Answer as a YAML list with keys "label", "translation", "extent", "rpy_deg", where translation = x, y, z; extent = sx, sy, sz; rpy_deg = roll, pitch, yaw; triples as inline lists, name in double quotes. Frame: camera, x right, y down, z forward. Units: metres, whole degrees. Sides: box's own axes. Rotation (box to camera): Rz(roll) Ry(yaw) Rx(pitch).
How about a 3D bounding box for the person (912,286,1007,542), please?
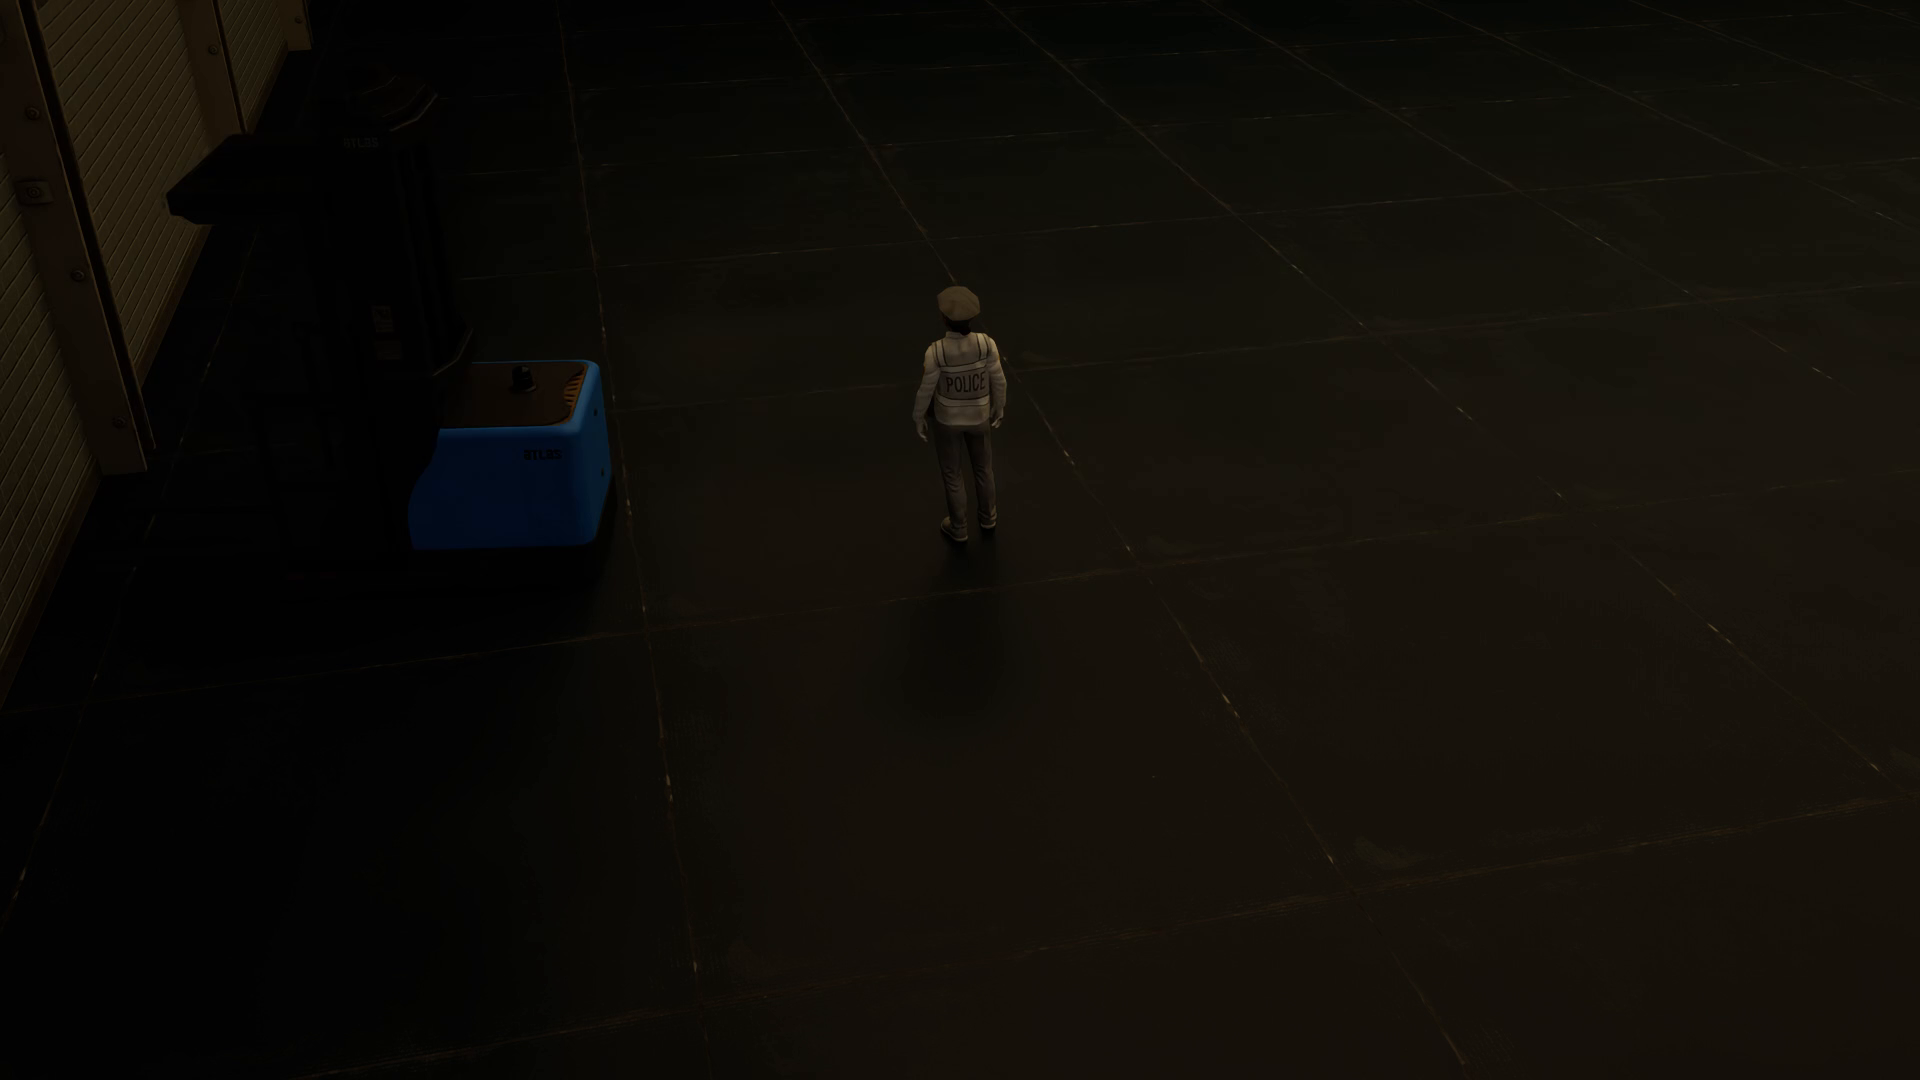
- label: "person"
  translation: [-0.010, -0.773, 10.130]
  extent: [0.587, 1.696, 0.534]
  rpy_deg: [-7, 31, -12]

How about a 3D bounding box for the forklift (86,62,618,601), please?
- label: "forklift"
  translation: [-3.699, -1.179, 9.611]
  extent: [3.031, 2.935, 1.130]
  rpy_deg: [-2, 30, -3]
